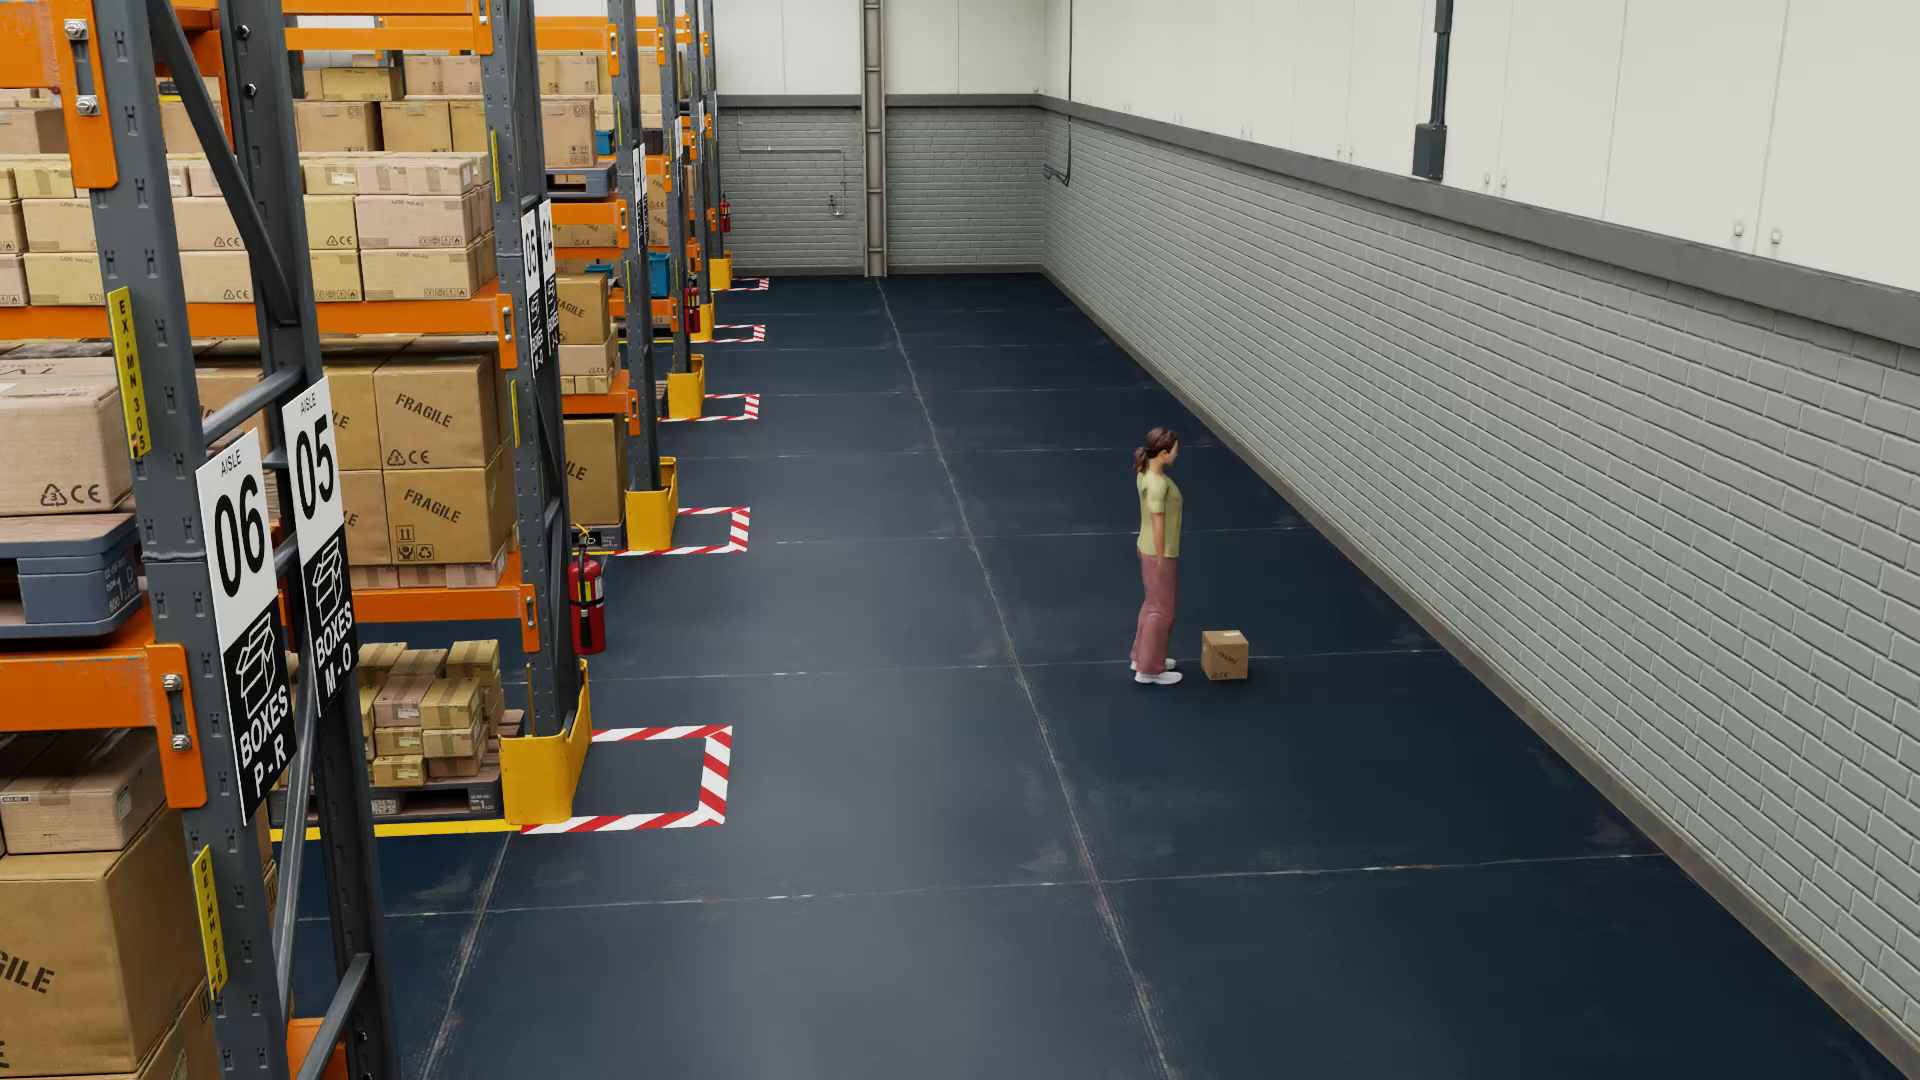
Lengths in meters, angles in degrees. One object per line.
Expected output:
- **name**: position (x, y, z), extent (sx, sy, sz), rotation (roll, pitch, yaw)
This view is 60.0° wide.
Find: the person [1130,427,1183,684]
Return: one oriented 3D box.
- **person**: position (1.268, 0.089, 10.764), extent (0.365, 1.674, 0.443), rotation (-1, 17, -4)
